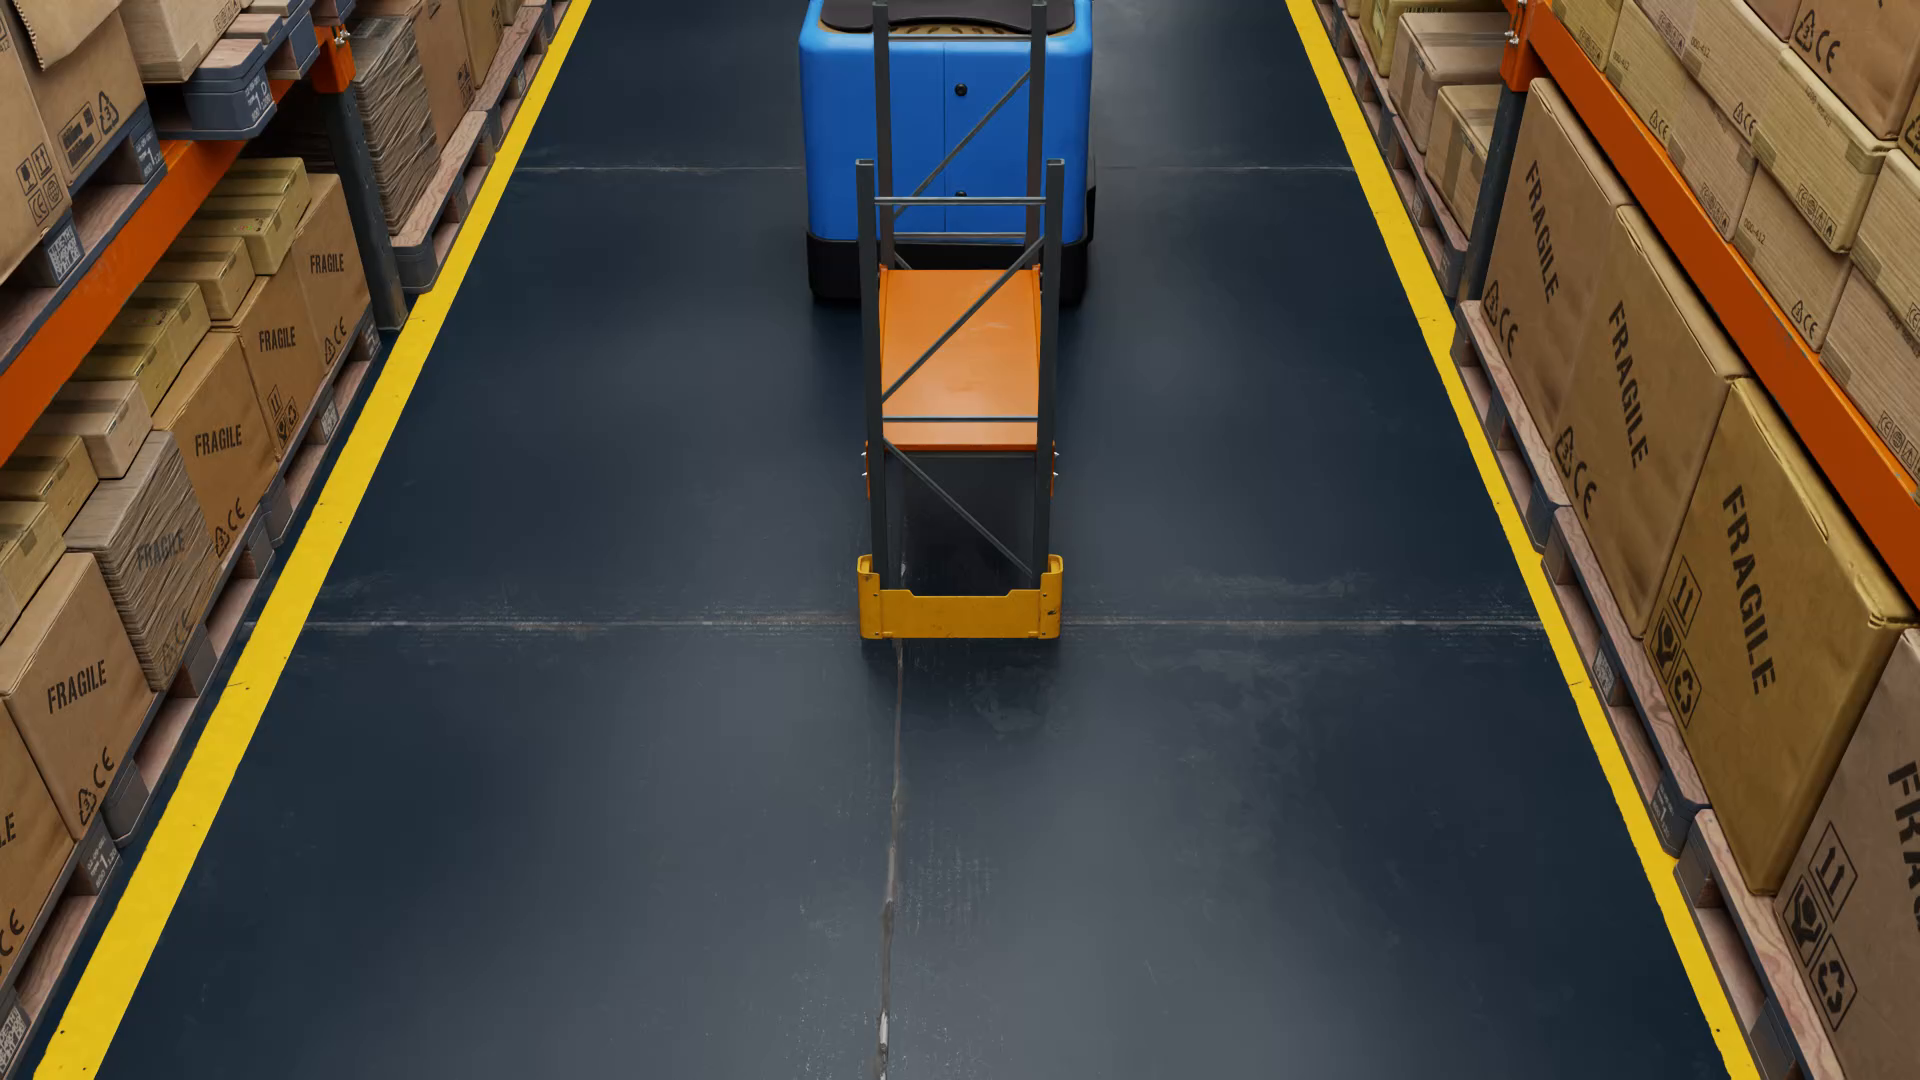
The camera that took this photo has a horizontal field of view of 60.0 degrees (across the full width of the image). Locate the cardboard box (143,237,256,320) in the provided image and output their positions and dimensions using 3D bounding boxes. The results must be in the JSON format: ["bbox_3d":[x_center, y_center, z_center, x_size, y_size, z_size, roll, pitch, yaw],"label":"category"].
[{"bbox_3d":[-2.350,-0.780,4.969,0.380,0.149,0.250,-1,39,-2],"label":"cardboard box"}]

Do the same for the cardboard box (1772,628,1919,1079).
[{"bbox_3d":[2.297,0.791,3.228,0.875,0.875,0.875,1,39,1],"label":"cardboard box"}]

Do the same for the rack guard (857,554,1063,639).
[{"bbox_3d":[0.000,0.166,4.843,0.587,0.250,0.087,0,39,0],"label":"rack guard"}]

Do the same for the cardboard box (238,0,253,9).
[{"bbox_3d":[-2.207,-1.638,4.760,0.380,0.149,0.250,1,39,1],"label":"cardboard box"}]

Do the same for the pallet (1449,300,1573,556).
[{"bbox_3d":[2.298,-0.407,5.589,1.003,0.211,1.213,0,39,0],"label":"pallet"}]

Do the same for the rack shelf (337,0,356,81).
[{"bbox_3d":[-2.593,-2.953,7.111,1.077,0.370,4.000,0,39,0],"label":"rack shelf"}]

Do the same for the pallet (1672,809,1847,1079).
[{"bbox_3d":[2.301,1.119,3.685,1.003,0.211,1.213,0,39,0],"label":"pallet"}]

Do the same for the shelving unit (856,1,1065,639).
[{"bbox_3d":[0.000,-0.633,4.840,0.587,1.500,1.083,0,39,0],"label":"shelving unit"}]

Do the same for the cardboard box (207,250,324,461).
[{"bbox_3d":[-2.385,-0.594,5.255,0.500,0.500,0.500,-1,39,-1],"label":"cardboard box"}]

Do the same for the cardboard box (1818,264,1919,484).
[{"bbox_3d":[2.144,-0.343,3.399,0.500,0.250,0.500,-1,39,-1],"label":"cardboard box"}]

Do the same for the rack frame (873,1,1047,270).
[{"bbox_3d":[-0.001,-0.956,5.244,0.500,1.500,0.032,0,39,0],"label":"rack frame"}]

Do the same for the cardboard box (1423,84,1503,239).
[{"bbox_3d":[2.382,-1.480,6.464,0.950,0.372,0.625,-2,39,-3],"label":"cardboard box"}]

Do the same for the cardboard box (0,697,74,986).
[{"bbox_3d":[-2.372,0.695,3.647,0.500,0.500,0.500,-1,39,-1],"label":"cardboard box"}]

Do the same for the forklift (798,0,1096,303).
[{"bbox_3d":[0.011,-2.934,6.568,1.130,2.935,3.031,2,39,2],"label":"forklift"}]

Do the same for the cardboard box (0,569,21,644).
[{"bbox_3d":[-2.387,0.191,3.757,0.380,0.149,0.250,0,39,0],"label":"cardboard box"}]

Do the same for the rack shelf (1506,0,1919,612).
[{"bbox_3d":[2.375,-0.457,3.997,1.077,0.370,4.000,0,39,0],"label":"rack shelf"}]

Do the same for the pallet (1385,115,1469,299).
[{"bbox_3d":[2.373,-1.389,6.814,1.003,0.211,1.213,0,39,0],"label":"pallet"}]

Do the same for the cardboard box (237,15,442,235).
[{"bbox_3d":[-2.578,-1.610,6.423,0.875,0.625,0.625,1,39,1],"label":"cardboard box"}]

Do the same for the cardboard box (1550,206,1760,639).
[{"bbox_3d":[2.287,-0.333,4.631,0.875,0.875,0.875,0,39,1],"label":"cardboard box"}]

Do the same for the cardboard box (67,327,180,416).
[{"bbox_3d":[-2.394,-0.459,4.568,0.380,0.149,0.250,-1,39,-1],"label":"cardboard box"}]

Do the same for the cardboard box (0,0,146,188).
[{"bbox_3d":[-2.404,-1.166,3.888,0.797,0.503,0.637,-1,39,-1],"label":"cardboard box"}]

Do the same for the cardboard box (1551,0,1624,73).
[{"bbox_3d":[2.122,-1.624,4.997,0.500,0.250,0.500,-1,39,-1],"label":"cardboard box"}]

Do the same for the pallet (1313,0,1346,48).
[{"bbox_3d":[2.370,-2.915,8.718,1.003,0.211,1.213,0,39,0],"label":"pallet"}]

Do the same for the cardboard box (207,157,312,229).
[{"bbox_3d":[-2.337,-1.115,5.388,0.380,0.149,0.250,-2,39,-2],"label":"cardboard box"}]

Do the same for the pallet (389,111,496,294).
[{"bbox_3d":[-2.553,-1.409,6.840,1.003,0.211,1.213,0,39,0],"label":"pallet"}]

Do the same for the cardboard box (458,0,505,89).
[{"bbox_3d":[-2.588,-2.439,7.459,0.875,0.625,0.625,-2,39,-2],"label":"cardboard box"}]

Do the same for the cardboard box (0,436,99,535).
[{"bbox_3d":[-2.414,-0.133,4.161,0.380,0.149,0.250,0,39,0],"label":"cardboard box"}]

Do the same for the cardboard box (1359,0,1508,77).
[{"bbox_3d":[2.378,-2.416,7.632,0.950,0.372,0.625,1,39,1],"label":"cardboard box"}]

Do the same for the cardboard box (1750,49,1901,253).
[{"bbox_3d":[2.101,-0.856,3.639,0.500,0.250,0.500,1,39,1],"label":"cardboard box"}]

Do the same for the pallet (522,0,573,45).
[{"bbox_3d":[-2.556,-2.935,8.744,1.003,0.211,1.213,0,39,0],"label":"pallet"}]

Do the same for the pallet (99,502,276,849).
[{"bbox_3d":[-2.629,0.334,4.665,1.003,0.211,1.213,0,39,0],"label":"pallet"}]

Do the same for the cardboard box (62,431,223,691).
[{"bbox_3d":[-2.363,0.058,4.442,0.500,0.500,0.500,-1,39,-2],"label":"cardboard box"}]

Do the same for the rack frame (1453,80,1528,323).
[{"bbox_3d":[2.373,-1.988,5.333,1.000,3.000,0.127,0,39,0],"label":"rack frame"}]

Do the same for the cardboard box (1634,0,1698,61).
[{"bbox_3d":[2.126,-1.485,4.424,0.500,0.250,0.500,1,39,1],"label":"cardboard box"}]

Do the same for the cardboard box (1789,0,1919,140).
[{"bbox_3d":[2.121,-1.160,3.419,0.500,0.500,0.500,1,39,1],"label":"cardboard box"}]

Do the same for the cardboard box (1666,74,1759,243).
[{"bbox_3d":[2.135,-0.975,4.187,0.500,0.250,0.500,1,39,1],"label":"cardboard box"}]
